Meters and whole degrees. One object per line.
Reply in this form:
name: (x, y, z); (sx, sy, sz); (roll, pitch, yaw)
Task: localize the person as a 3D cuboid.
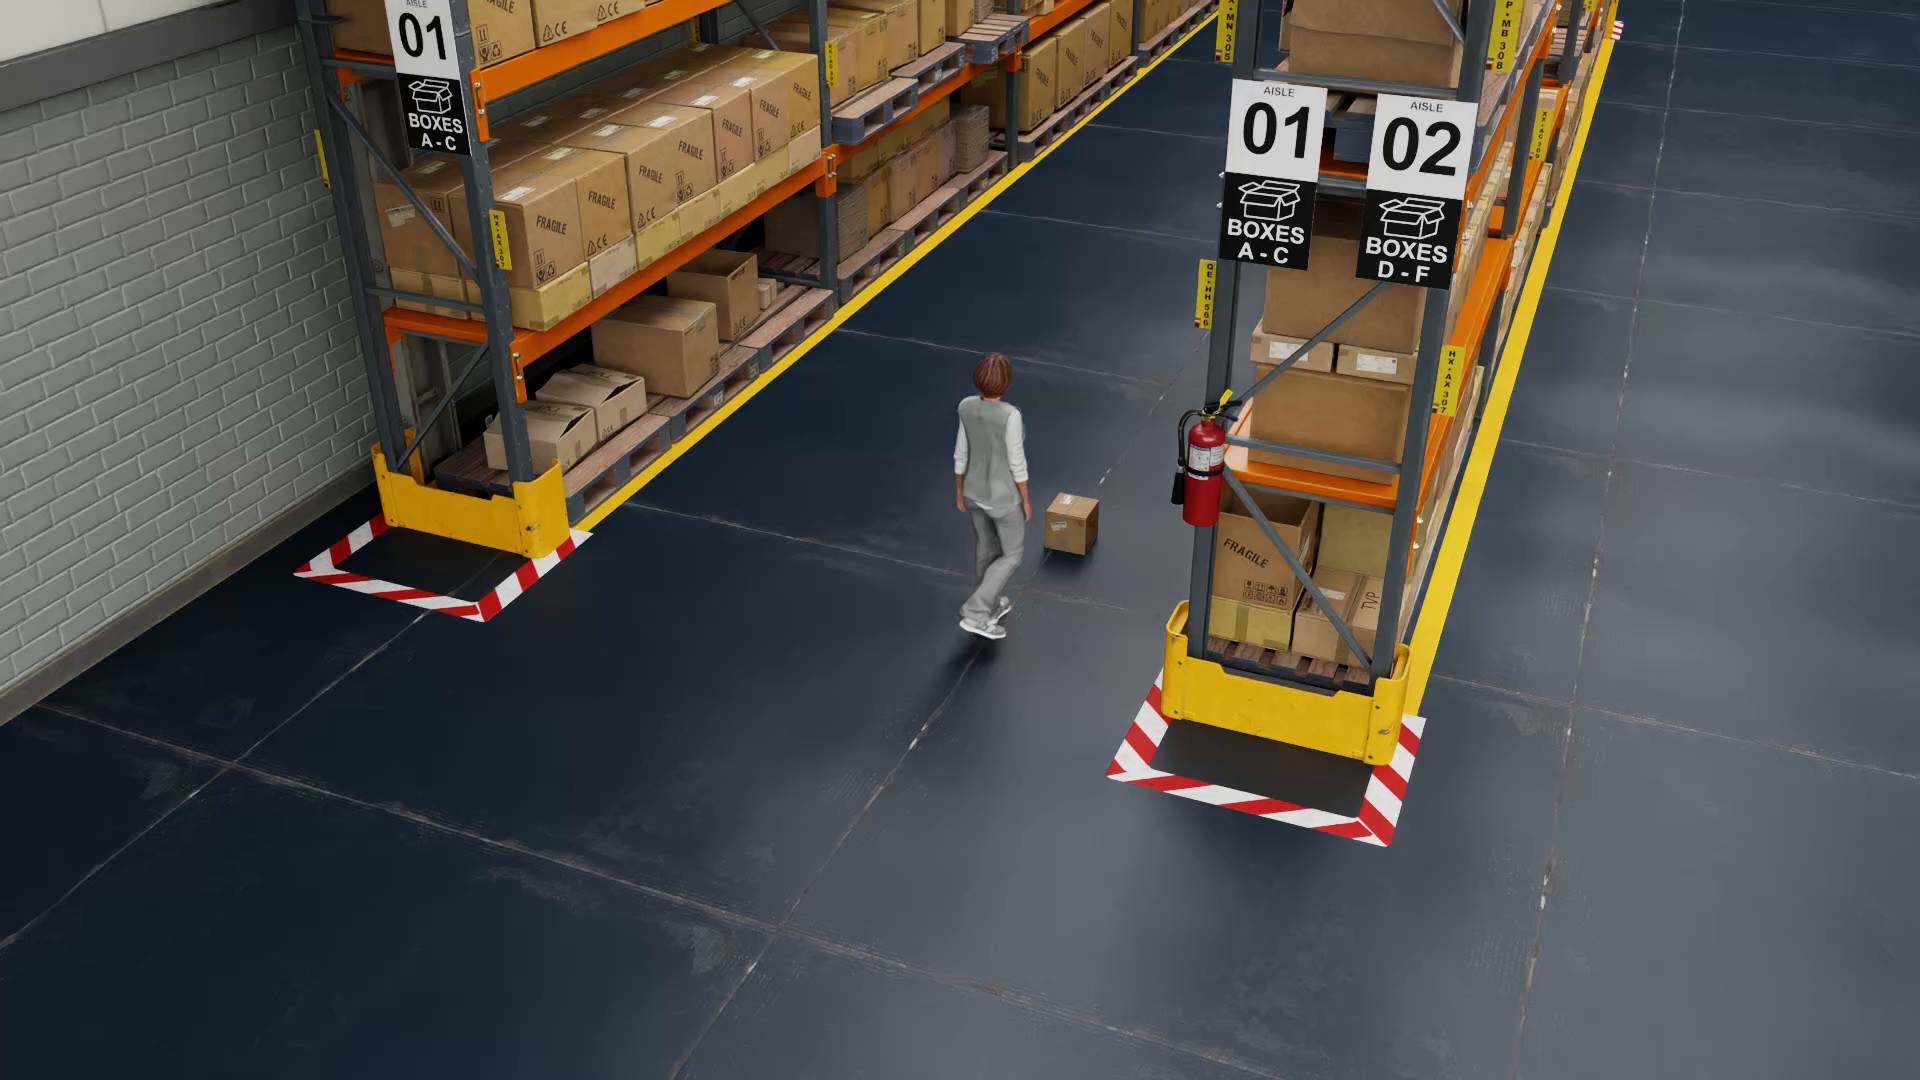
person: (0.144, -0.211, 8.751); (0.436, 1.597, 0.526); (22, 37, 33)
